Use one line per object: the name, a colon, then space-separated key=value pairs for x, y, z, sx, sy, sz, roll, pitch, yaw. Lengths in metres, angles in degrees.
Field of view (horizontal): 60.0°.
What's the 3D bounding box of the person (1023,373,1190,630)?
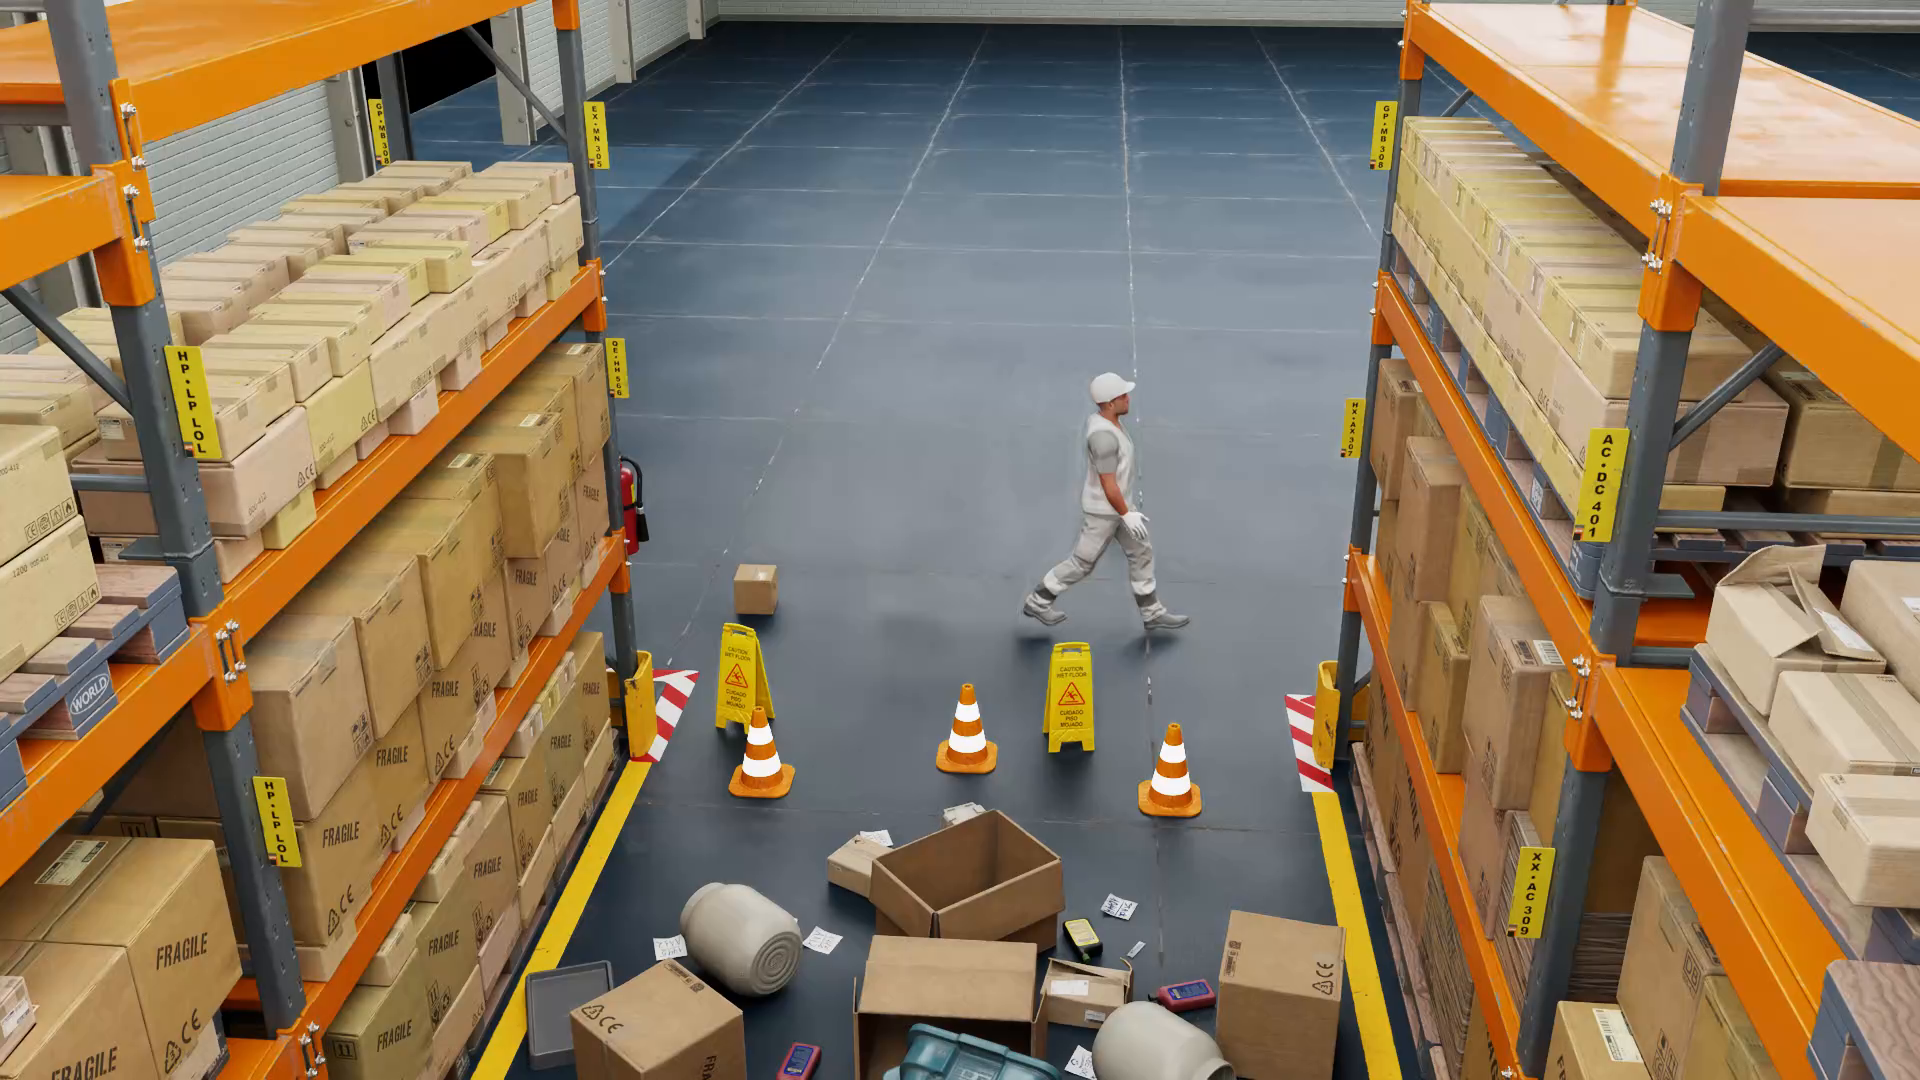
person: x=0.946 y=-0.211 z=10.455 sx=1.074 sy=1.743 sz=0.528 roll=5 pitch=25 yaw=12
